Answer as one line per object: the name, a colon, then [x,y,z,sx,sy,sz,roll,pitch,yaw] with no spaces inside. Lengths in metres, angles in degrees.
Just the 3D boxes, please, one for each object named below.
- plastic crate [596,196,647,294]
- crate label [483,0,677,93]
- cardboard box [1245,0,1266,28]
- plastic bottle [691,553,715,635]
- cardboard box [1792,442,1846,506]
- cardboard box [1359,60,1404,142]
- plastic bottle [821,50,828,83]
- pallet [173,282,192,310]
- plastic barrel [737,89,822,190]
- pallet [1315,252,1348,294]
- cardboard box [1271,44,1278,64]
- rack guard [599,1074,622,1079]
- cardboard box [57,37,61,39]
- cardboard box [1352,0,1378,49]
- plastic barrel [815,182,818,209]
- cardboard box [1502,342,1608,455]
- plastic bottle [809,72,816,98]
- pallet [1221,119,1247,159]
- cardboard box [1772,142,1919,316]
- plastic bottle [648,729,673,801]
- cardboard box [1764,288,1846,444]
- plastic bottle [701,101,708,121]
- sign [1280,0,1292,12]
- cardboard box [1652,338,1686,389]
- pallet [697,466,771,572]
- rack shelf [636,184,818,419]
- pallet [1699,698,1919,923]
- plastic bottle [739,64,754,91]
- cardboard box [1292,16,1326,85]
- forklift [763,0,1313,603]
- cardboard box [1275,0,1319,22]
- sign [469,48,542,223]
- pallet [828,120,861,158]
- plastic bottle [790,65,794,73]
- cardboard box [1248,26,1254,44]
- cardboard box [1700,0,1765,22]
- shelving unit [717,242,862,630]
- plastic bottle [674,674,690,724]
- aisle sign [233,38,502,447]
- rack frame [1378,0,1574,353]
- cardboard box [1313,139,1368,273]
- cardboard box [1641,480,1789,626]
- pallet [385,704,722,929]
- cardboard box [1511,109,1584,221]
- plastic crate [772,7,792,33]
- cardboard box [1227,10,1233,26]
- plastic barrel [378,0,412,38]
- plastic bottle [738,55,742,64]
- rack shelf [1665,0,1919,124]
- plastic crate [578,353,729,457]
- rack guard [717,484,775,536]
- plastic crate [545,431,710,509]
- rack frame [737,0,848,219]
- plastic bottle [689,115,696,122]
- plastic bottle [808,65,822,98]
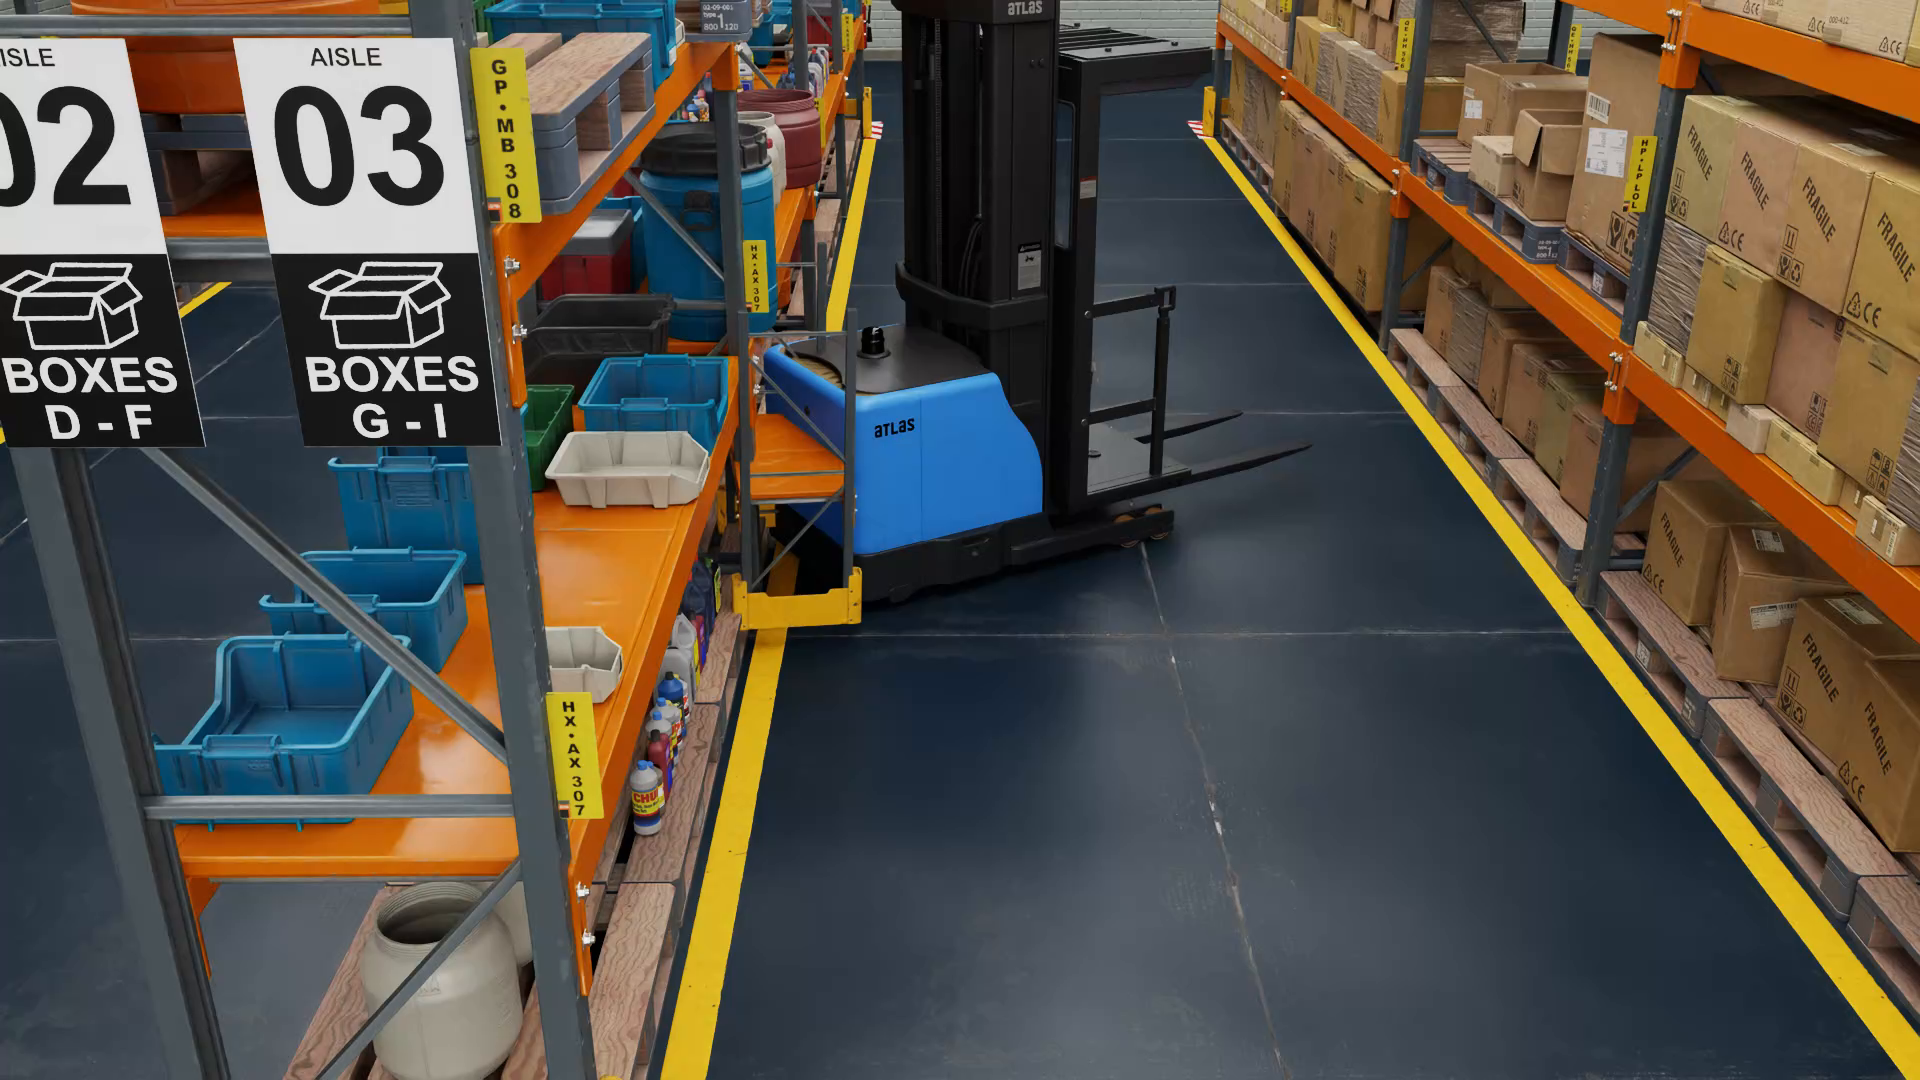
plastic crate: [-1.774,-1.485,8.412,0.392,0.384,0.575,0,24,-1]
crate label: [-1.098,-1.462,4.883,0.502,0.251,0.408,0,24,-1]
cardboard box: [3.131,-5.238,16.512,0.500,0.250,0.500,-1,24,-2]
plastic bottle: [-1.156,0.232,7.278,0.144,0.351,0.185,-1,24,-2]
cardboard box: [3.233,-0.238,5.942,0.380,0.149,0.250,0,24,-1]
cardboard box: [3.205,-3.162,11.981,0.500,0.500,0.500,0,24,-1]
plastic bottle: [-1.163,-4.026,14.153,0.061,0.283,0.133,0,24,-1]
pallet: [-6.418,-1.703,12.260,1.003,0.211,1.213,0,24,-1]
plastic barrel: [-1.187,-2.559,10.603,0.600,0.536,0.708,0,24,-1]
pallet: [3.514,-2.265,13.503,1.003,0.211,1.213,0,24,-1]
cardboard box: [3.080,-4.473,15.306,0.380,0.149,0.250,0,24,0]
rack guard: [-1.455,1.717,4.346,1.175,0.500,0.348,0,24,-1]
cardboard box: [-6.567,-3.162,11.471,0.700,0.500,0.500,-9,26,-18]
cardboard box: [3.448,-4.058,12.744,0.797,0.503,0.637,1,24,1]
plastic barrel: [-1.550,-3.346,14.545,0.600,0.901,0.708,0,24,-1]
cardboard box: [3.523,-0.803,9.384,0.700,0.500,0.500,-2,24,-5]
plastic bottle: [-1.189,-3.482,12.868,0.144,0.351,0.185,0,24,-1]
pallet: [3.458,-4.406,18.236,1.003,0.211,1.213,0,24,-1]
cardboard box: [3.264,-1.099,5.844,0.500,0.500,0.500,0,24,-1]
plastic bottle: [-1.100,0.805,6.093,0.061,0.283,0.133,0,24,0]
cardboard box: [3.521,-0.645,6.053,0.875,0.500,0.500,0,24,-1]
plastic bottle: [-1.918,-3.145,12.304,0.097,0.201,0.097,0,24,0]
sign: [2.859,-4.785,14.543,0.100,0.325,0.005,0,24,-1]
cardboard box: [3.193,-0.753,7.081,0.380,0.149,0.250,0,24,-1]
pallet: [-1.499,-0.092,8.696,1.003,0.211,1.213,0,24,-1]
rack shelf: [-1.473,-1.535,9.377,1.077,0.370,4.000,0,24,-1]
pallet: [3.560,0.990,6.305,1.003,0.211,1.213,0,24,-1]
plastic bottle: [-1.752,-3.705,13.453,0.152,0.276,0.135,0,24,-1]
cardboard box: [3.169,-4.212,14.302,0.500,0.500,0.500,0,24,0]
forklift: [0.533,-1.468,8.440,3.031,2.935,1.130,-14,28,-28]
cardboard box: [3.142,-4.955,14.976,0.500,0.500,0.500,0,24,1]
sign: [-0.857,-0.762,3.144,0.100,0.325,0.005,0,24,-1]
pallet: [-1.612,-4.373,18.162,1.003,0.211,1.213,0,24,-1]
plastic bottle: [-1.324,-3.694,13.433,0.097,0.271,0.097,0,24,0]
cardboard box: [3.067,-5.002,16.474,0.380,0.149,0.250,0,24,0]
cardboard box: [3.250,-2.173,6.456,0.500,0.250,0.500,-1,24,-3]
shelving unit: [-0.814,-0.511,7.752,0.587,1.500,1.083,-3,26,-11]
plastic bottle: [-1.124,0.628,6.584,0.097,0.201,0.097,0,24,0]
aisle sign: [-1.114,-0.547,3.164,0.394,0.787,0.004,0,24,-1]
rack frame: [3.458,-2.709,11.100,1.000,3.000,0.127,0,24,-1]
cardboard box: [3.469,-2.584,12.893,1.225,0.875,0.875,0,24,0]
cardboard box: [3.466,0.052,7.519,0.500,0.500,0.500,-1,24,-2]
pallet: [-1.469,1.013,6.255,1.003,0.211,1.213,0,24,-1]
cardboard box: [3.390,-2.013,8.926,0.797,0.503,0.637,2,24,5]
plastic crate: [-1.894,-5.289,16.934,0.416,0.233,0.300,0,24,-1]
cardboard box: [3.052,-5.532,17.647,0.380,0.149,0.250,-1,24,-2]
plastic barrel: [-1.547,-1.503,4.056,0.600,0.588,0.600,0,24,0]
plastic bottle: [-1.910,-3.935,13.962,0.152,0.276,0.135,0,24,-1]
rack shelf: [3.523,-1.276,5.164,1.077,0.370,4.000,0,24,-1]
plastic crate: [-1.168,-0.516,6.432,0.499,0.251,0.616,0,24,-1]
rack guard: [-0.938,-0.165,8.462,0.587,0.250,0.087,-3,26,-11]
plastic crate: [-1.180,-0.251,5.984,0.530,0.136,0.437,0,24,-1]
rack frame: [-1.538,-4.335,14.695,1.000,3.000,0.127,0,24,-1]
plastic bottle: [-1.911,-2.904,11.772,0.097,0.201,0.097,0,24,0]
plastic bottle: [-1.200,-3.704,13.450,0.152,0.276,0.135,0,24,-1]
